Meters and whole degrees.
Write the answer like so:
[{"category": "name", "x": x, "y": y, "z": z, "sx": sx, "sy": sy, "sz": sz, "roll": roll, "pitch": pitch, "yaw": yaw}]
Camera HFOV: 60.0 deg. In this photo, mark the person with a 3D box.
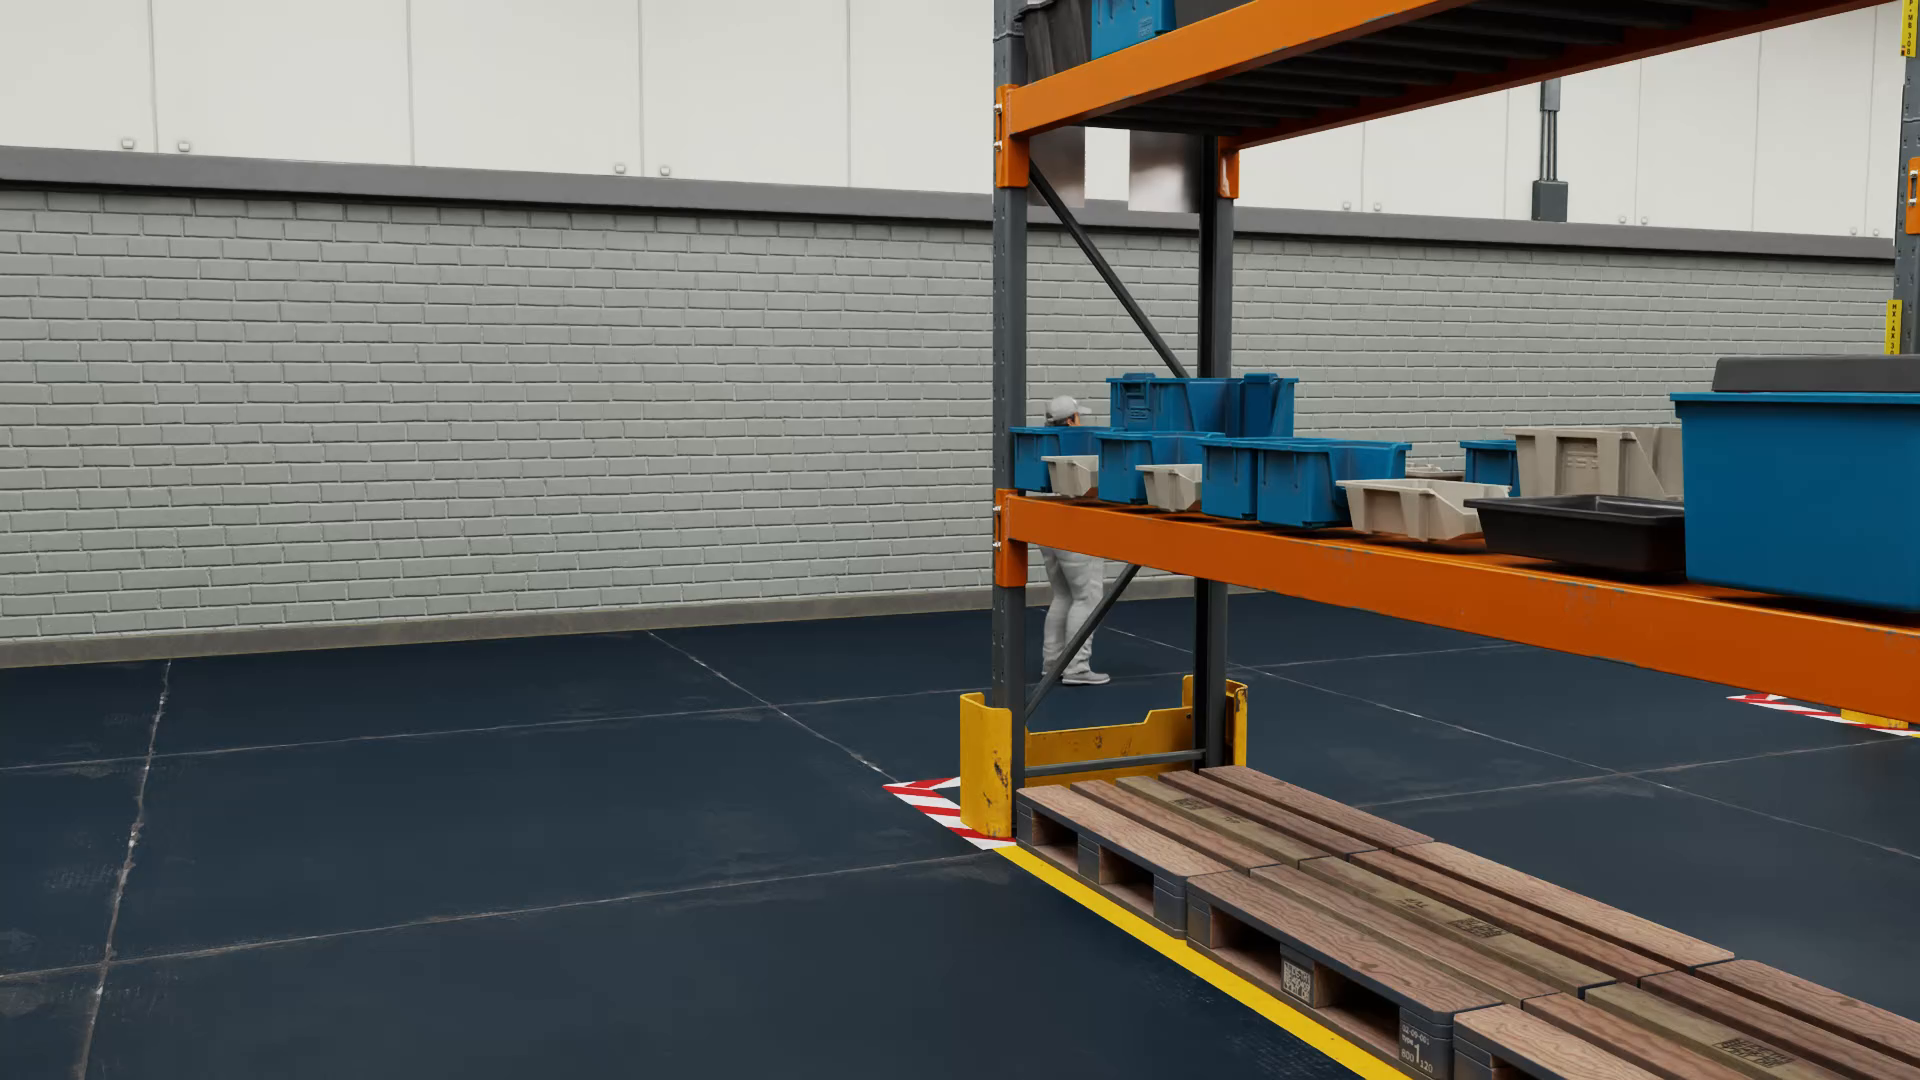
[{"category": "person", "x": 0.713, "y": -0.008, "z": 9.631, "sx": 0.541, "sy": 1.655, "sz": 0.454, "roll": -2, "pitch": 6, "yaw": -23}]
